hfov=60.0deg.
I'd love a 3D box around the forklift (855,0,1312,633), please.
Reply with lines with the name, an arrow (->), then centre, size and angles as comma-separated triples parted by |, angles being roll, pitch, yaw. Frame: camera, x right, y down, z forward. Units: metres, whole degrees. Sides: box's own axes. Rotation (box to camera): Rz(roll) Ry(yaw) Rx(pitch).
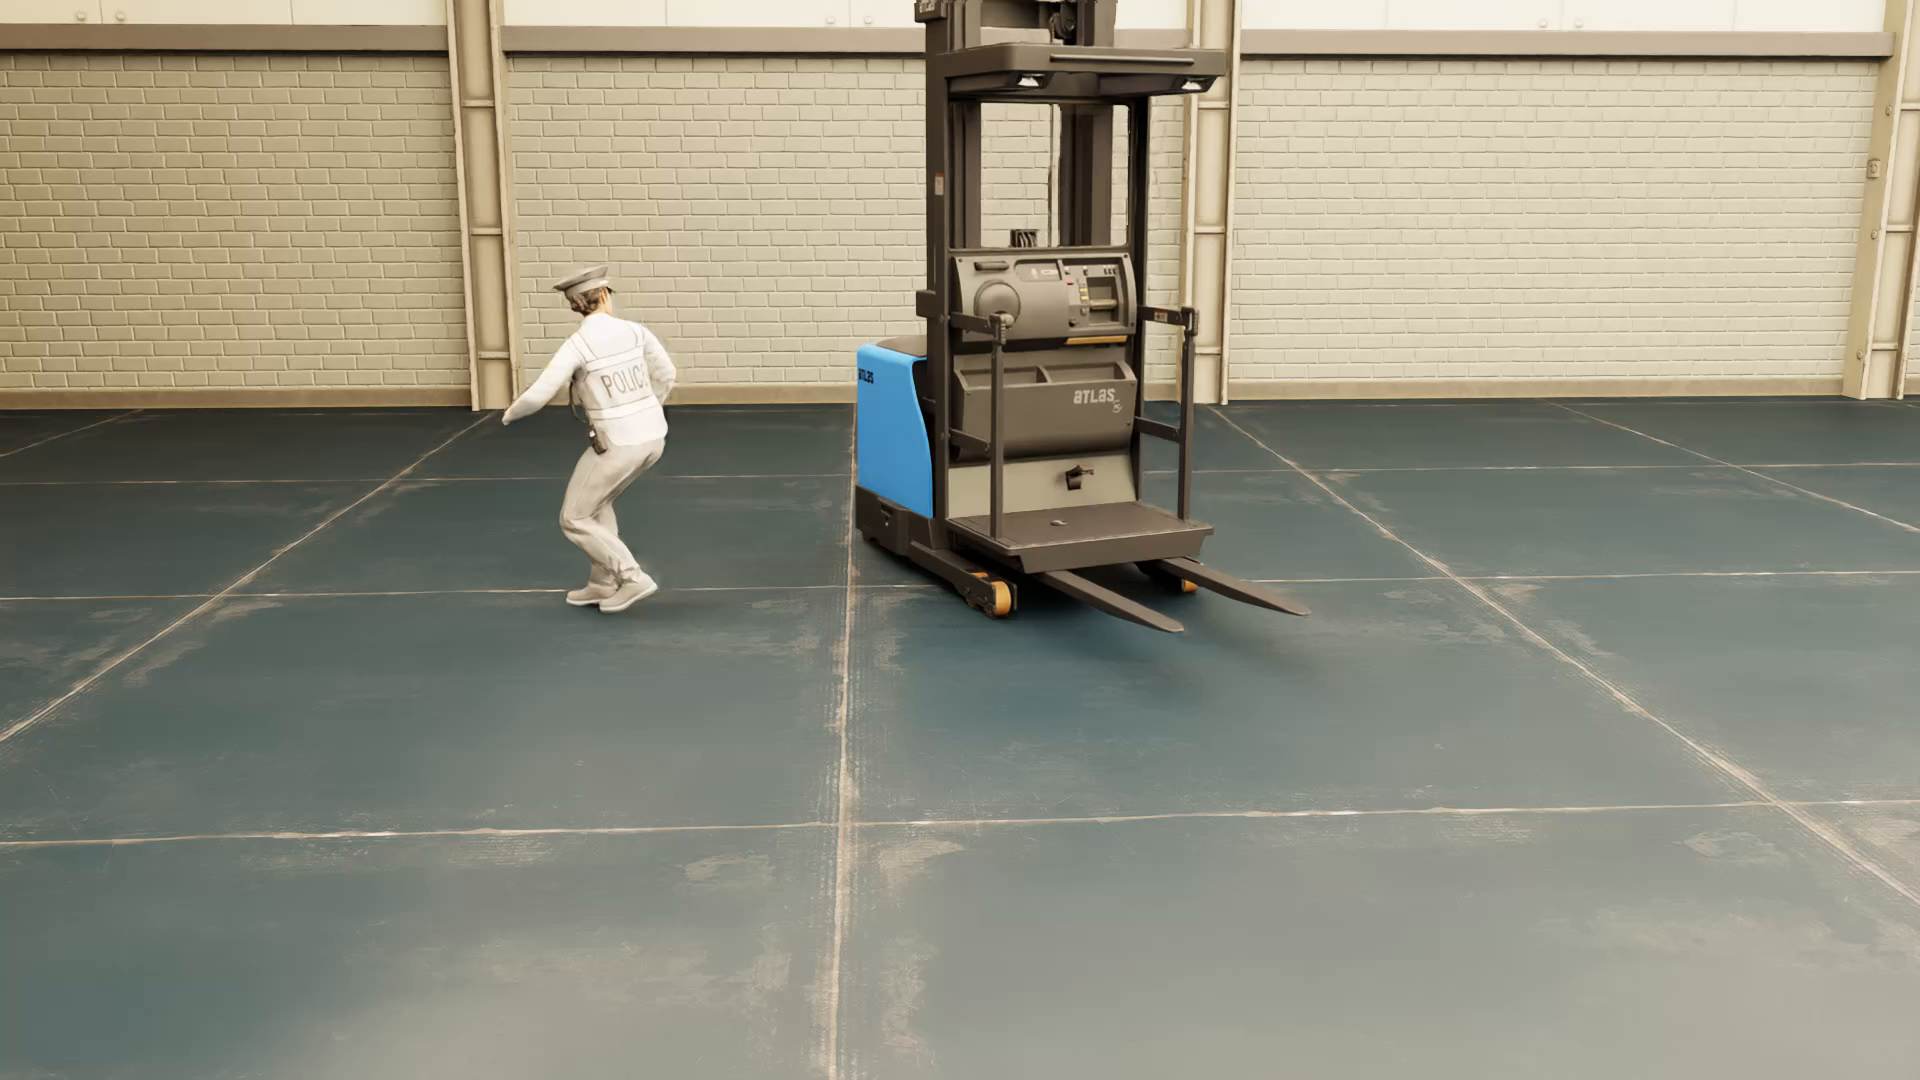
forklift -> 0.503, -1.187, 7.705 | 1.130, 2.935, 3.031 | -6, 14, -24

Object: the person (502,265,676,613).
person -> -1.674, -0.463, 7.595 | 0.704, 1.569, 0.779 | 7, 15, 29
